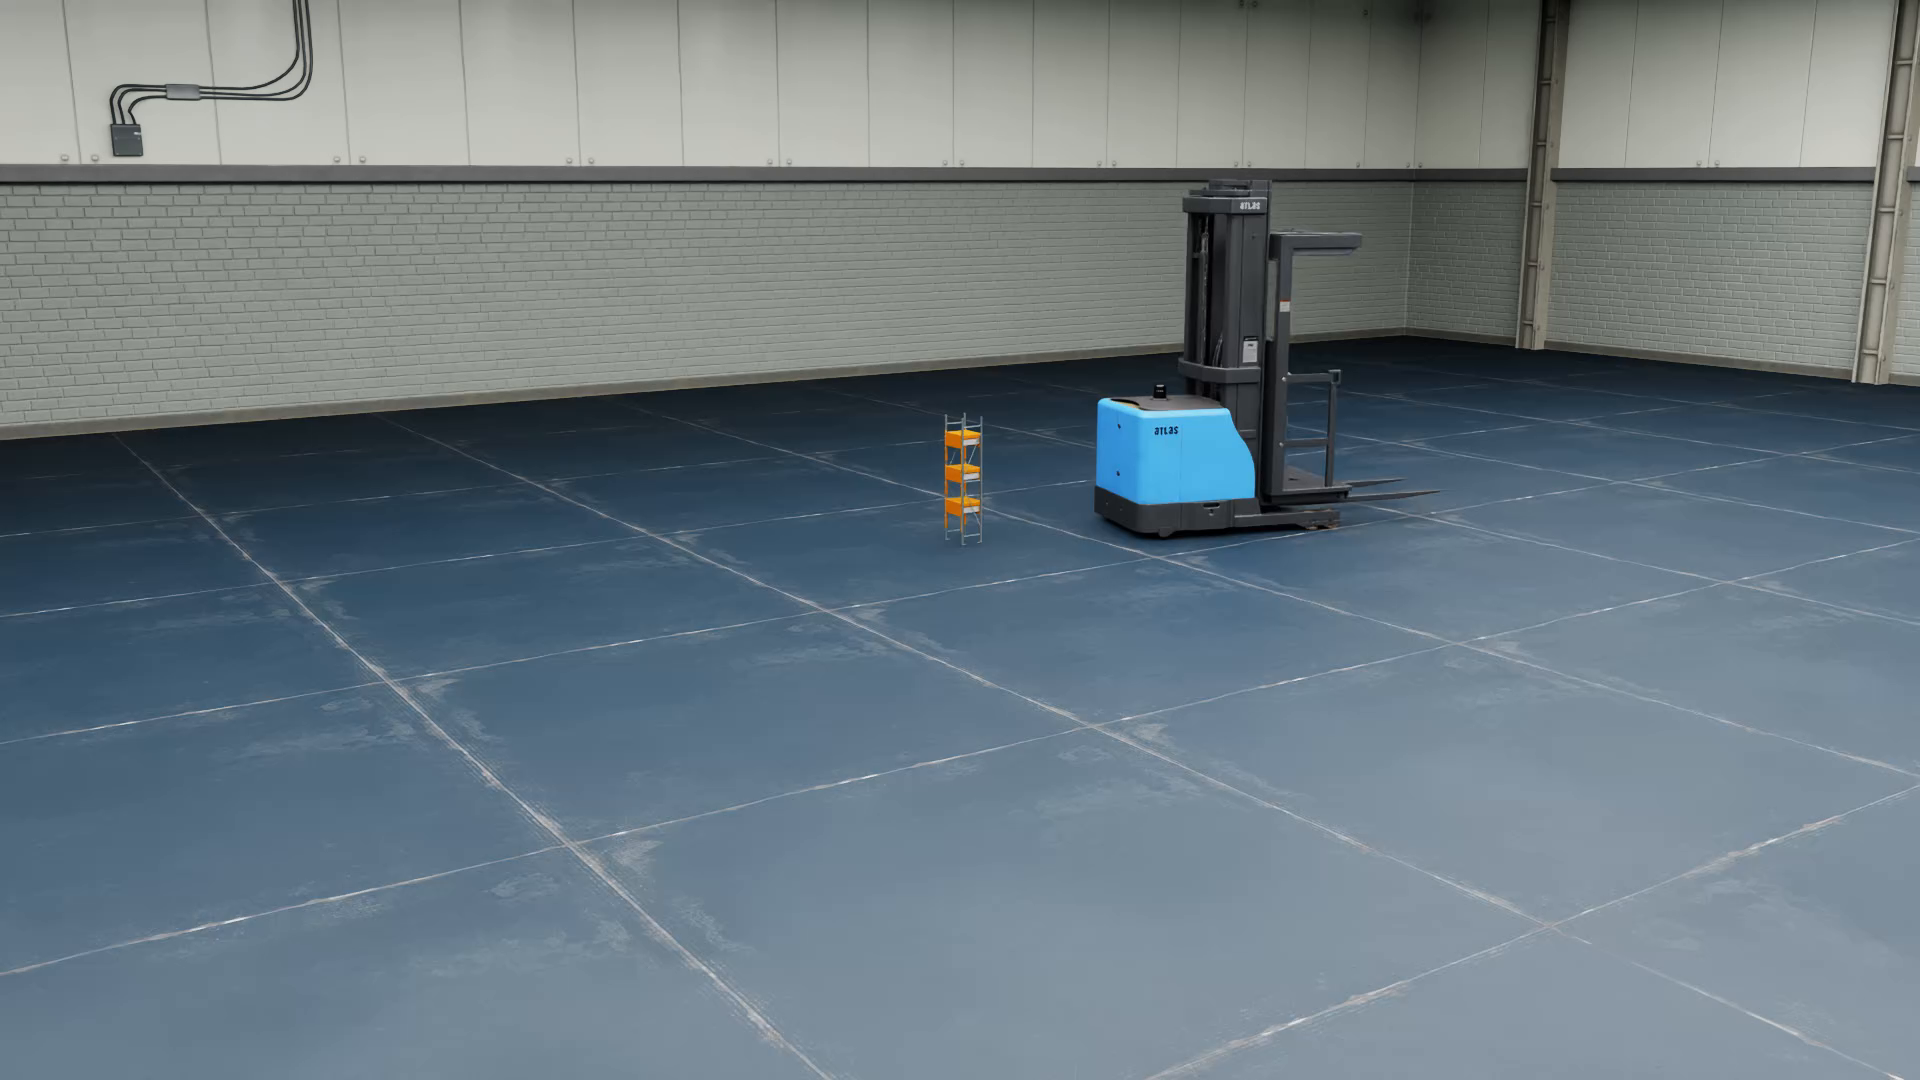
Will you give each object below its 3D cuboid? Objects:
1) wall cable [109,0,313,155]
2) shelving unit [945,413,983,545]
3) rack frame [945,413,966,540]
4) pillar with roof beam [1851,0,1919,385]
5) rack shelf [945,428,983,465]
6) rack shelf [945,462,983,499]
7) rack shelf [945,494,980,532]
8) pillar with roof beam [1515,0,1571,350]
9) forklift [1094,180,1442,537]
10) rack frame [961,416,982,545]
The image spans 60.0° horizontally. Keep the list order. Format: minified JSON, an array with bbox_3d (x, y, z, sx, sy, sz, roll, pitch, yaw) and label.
[{"bbox_3d":[-8.800,-7.507,19.167,2.305,6.003,0.169,-8,15,-33],"label":"wall cable"},{"bbox_3d":[0.030,-0.503,13.706,0.215,1.050,0.252,-8,15,-33],"label":"shelving unit"},{"bbox_3d":[-0.038,-0.525,13.805,0.200,1.050,0.008,-8,15,-33],"label":"rack frame"},{"bbox_3d":[9.784,-6.197,21.133,9.100,9.000,0.400,-8,15,-33],"label":"pillar with roof beam"},{"bbox_3d":[0.030,-0.770,13.648,0.215,0.259,0.240,-8,15,-33],"label":"rack shelf"},{"bbox_3d":[0.030,-0.493,13.708,0.215,0.259,0.240,-8,15,-33],"label":"rack shelf"},{"bbox_3d":[0.030,-0.222,13.768,0.215,0.259,0.240,-8,15,-33],"label":"rack shelf"},{"bbox_3d":[6.459,-7.264,26.013,9.100,9.000,0.400,-8,15,-33],"label":"pillar with roof beam"},{"bbox_3d":[2.759,-1.621,14.413,3.031,2.935,1.130,-4,13,-18],"label":"forklift"},{"bbox_3d":[0.097,-0.482,13.607,0.200,1.050,0.008,-8,15,-33],"label":"rack frame"}]
